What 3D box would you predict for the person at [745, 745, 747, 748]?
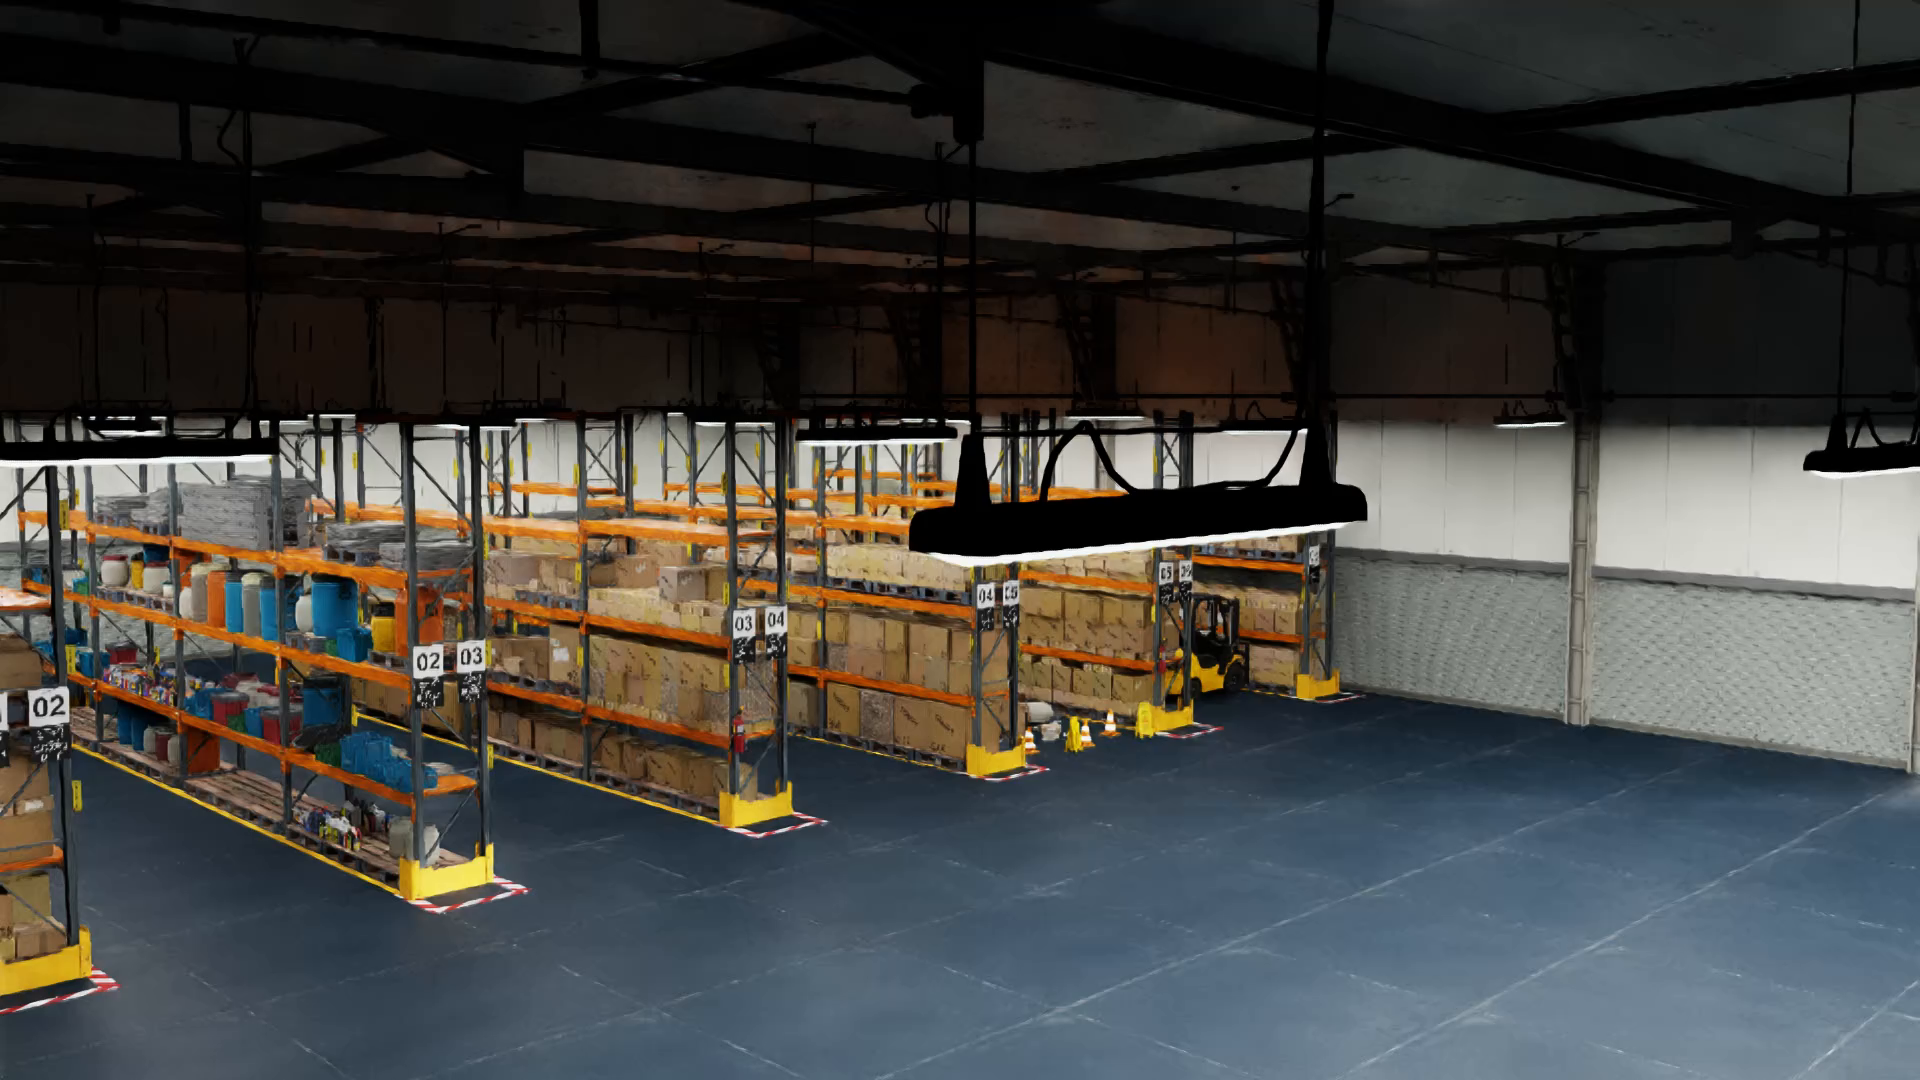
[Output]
[{"bbox_3d":[-3.962,2.867,29.904,0.533,1.707,1.040,-4,6,-35],"label":"person"}]
